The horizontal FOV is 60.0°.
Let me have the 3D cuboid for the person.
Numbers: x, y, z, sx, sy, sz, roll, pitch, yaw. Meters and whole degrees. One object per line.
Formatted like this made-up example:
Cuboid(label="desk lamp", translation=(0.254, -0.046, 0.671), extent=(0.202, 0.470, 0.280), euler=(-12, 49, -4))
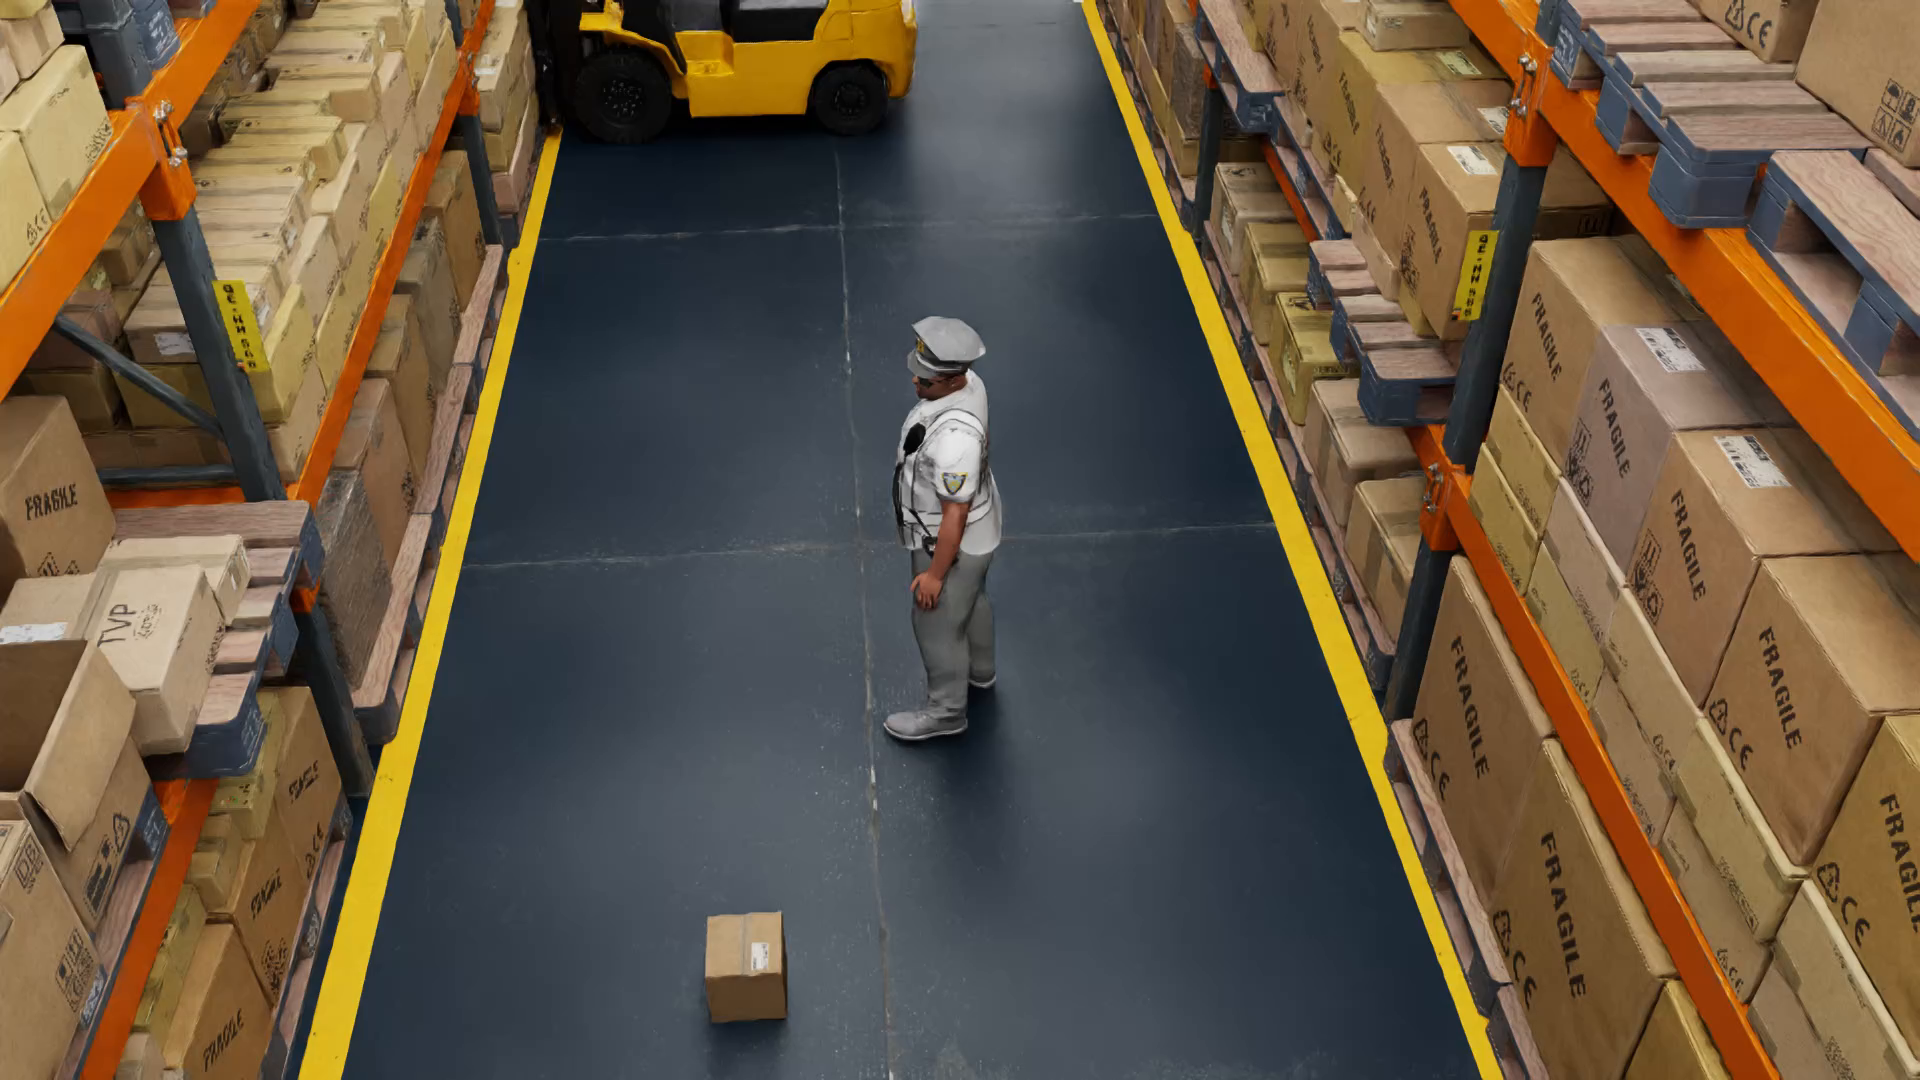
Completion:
Cuboid(label="person", translation=(-0.063, -0.031, 6.143), extent=(0.441, 1.764, 0.612), euler=(3, 39, 4))
